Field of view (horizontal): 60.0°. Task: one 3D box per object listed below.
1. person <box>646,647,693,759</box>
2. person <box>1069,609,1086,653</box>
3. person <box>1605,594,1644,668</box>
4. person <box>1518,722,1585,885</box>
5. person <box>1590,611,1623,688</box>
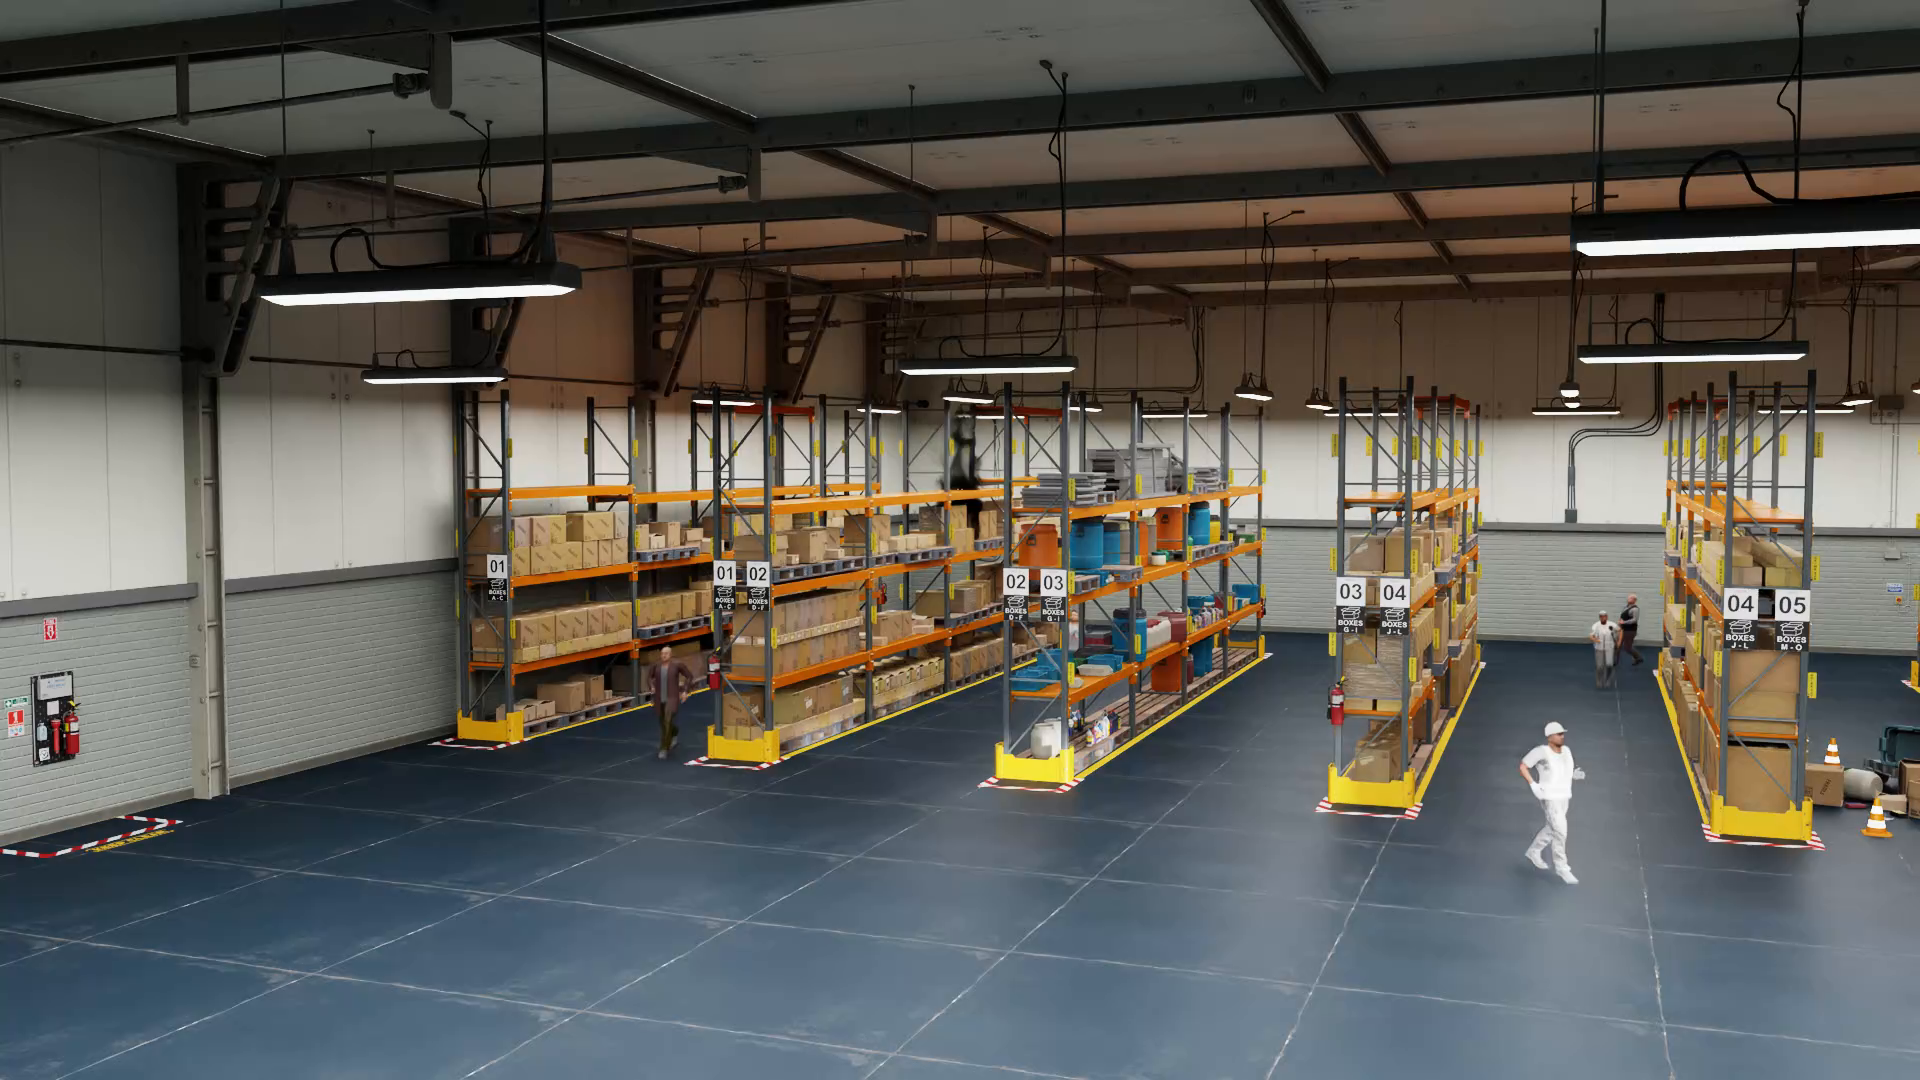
[{"bbox_3d":[-4.784,2.631,27.232,0.747,1.790,0.963,1,3,14],"label":"person"},{"bbox_3d":[2.320,2.283,34.181,0.533,1.724,0.754,0,3,7],"label":"person"},{"bbox_3d":[15.110,2.073,37.633,0.884,1.710,0.673,0,3,-5],"label":"person"},{"bbox_3d":[6.925,3.031,19.414,0.667,1.818,0.818,-2,4,-34],"label":"person"},{"bbox_3d":[13.401,2.270,34.516,0.621,1.620,0.800,2,4,26],"label":"person"}]
